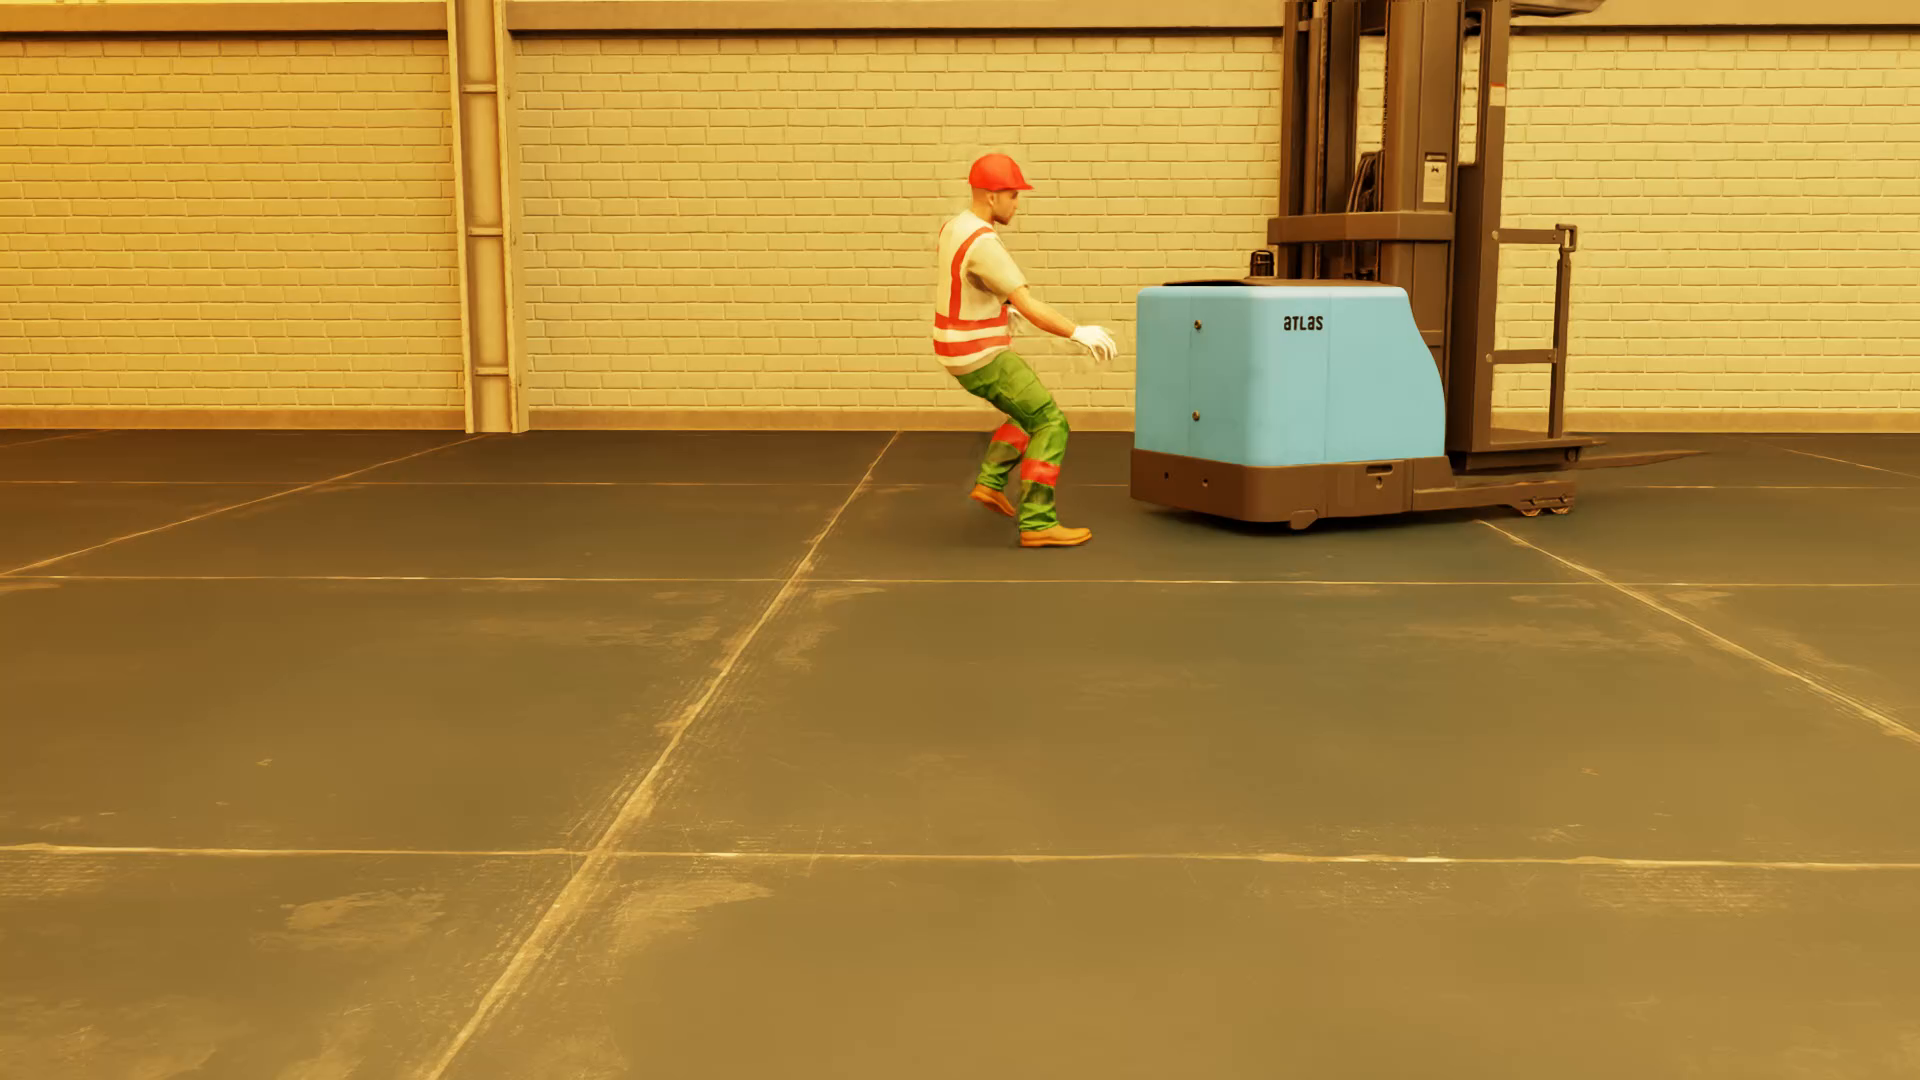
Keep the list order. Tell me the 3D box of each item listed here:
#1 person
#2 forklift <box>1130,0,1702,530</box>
[{"bbox_3d":[0.228,-0.820,7.150,0.632,1.624,0.907,-3,9,-16],"label":"person"},{"bbox_3d":[2.364,-1.623,8.048,3.031,2.935,1.130,-5,10,-27],"label":"forklift"}]
